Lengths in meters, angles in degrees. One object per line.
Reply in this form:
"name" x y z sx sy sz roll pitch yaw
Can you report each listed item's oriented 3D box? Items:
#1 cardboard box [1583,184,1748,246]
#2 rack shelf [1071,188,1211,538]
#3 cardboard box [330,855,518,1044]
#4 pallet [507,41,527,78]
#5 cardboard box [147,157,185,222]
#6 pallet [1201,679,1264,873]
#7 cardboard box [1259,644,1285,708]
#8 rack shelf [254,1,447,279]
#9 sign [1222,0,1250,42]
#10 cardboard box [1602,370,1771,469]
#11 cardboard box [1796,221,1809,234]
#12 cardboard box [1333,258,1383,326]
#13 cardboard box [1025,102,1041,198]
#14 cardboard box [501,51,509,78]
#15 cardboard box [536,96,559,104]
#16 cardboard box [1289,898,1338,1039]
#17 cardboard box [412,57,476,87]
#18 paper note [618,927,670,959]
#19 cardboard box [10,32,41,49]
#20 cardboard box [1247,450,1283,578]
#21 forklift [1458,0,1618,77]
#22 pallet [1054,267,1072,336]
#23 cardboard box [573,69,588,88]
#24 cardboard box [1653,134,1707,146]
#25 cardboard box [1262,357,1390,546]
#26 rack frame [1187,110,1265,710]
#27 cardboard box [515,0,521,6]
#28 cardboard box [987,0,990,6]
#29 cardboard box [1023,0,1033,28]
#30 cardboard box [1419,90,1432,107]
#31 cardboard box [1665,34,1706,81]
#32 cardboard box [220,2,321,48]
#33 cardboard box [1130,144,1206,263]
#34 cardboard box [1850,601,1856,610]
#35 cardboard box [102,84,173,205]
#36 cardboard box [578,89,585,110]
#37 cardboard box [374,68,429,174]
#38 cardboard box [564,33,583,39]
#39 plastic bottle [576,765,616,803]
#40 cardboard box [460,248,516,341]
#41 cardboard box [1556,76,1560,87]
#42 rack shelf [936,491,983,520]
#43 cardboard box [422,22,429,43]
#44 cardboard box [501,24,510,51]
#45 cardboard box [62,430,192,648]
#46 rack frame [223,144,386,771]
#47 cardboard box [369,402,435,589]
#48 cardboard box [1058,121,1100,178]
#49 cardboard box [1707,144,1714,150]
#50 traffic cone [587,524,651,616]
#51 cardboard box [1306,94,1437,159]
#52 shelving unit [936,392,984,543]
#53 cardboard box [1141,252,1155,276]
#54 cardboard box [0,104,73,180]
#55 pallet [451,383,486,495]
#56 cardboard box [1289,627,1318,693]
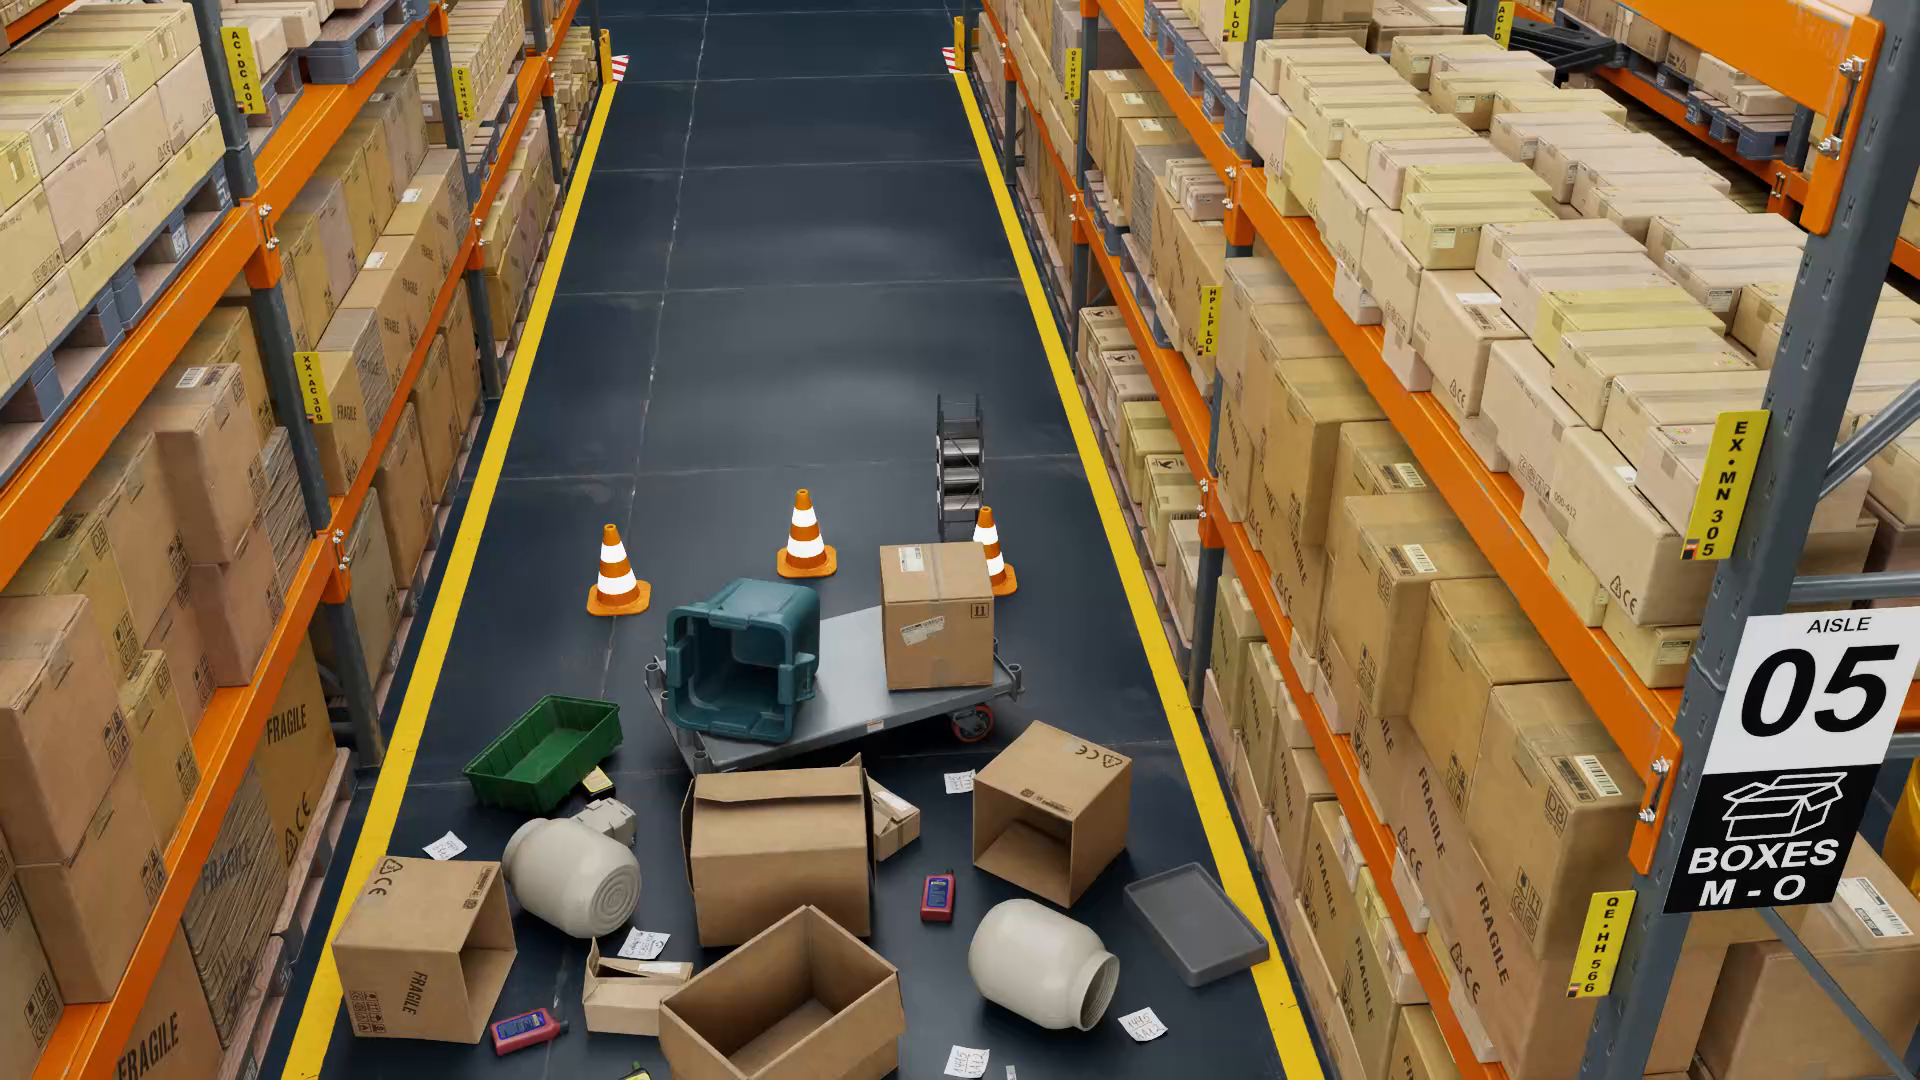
"cardboard box" 2.088 -0.943 4.946 0.380 0.149 0.250 -2 31 -4
"rack shelf" 1.468 -1.205 9.545 1.077 0.370 4.000 -3 31 -5
"cardboard box" -2.097 1.611 6.563 0.500 0.500 0.500 2 31 4
"pallet" -4.085 -3.809 13.390 1.003 0.211 1.213 -3 31 -5
"cardboard box" -2.862 -1.176 5.607 0.380 0.149 0.250 -2 31 -4
"pallet" 1.753 1.045 7.795 1.003 0.211 1.213 -3 31 -5
"cardboard box" 1.443 0.550 6.813 0.380 0.149 0.250 -2 31 -3
"rack shelf" -3.451 -2.204 8.292 1.077 0.370 4.000 -3 31 -5
"sign" 1.103 -2.143 6.600 0.100 0.325 0.005 -3 31 -5
"cardboard box" 1.717 -0.265 3.811 0.380 0.149 0.250 -2 31 -4
"cardboard box" 5.969 -2.088 12.349 0.500 0.500 0.500 -2 31 -3
"cardboard box" 1.473 -0.840 5.551 0.380 0.149 0.250 -3 31 -6
"cardboard box" 1.045 -3.533 14.402 0.875 0.875 0.875 -2 31 -3
"cardboard box" -3.676 -3.638 12.752 0.380 0.149 0.250 -4 31 -7
"cardboard box" -3.877 -3.957 15.240 0.380 0.149 0.250 -3 31 -5
"cardboard box" 1.590 1.618 6.389 0.500 0.250 0.500 -4 31 -6
"cardboard box" -3.558 -3.217 11.467 0.380 0.149 0.250 -4 31 -7
"paper note" -1.315 1.679 6.917 0.172 0.023 0.155 8 32 13
"cardboard box" -9.025 -4.171 15.471 0.875 0.875 0.875 -3 31 -5
"cardboard box" 1.489 -0.170 6.723 0.500 0.500 0.500 -3 31 -5
"forklift" 3.198 -2.083 10.380 1.130 2.935 3.031 -21 37 -31
"pallet" 1.283 -1.744 12.465 1.003 0.211 1.213 -3 31 -5
"cardboard box" -3.940 -4.630 16.658 0.380 0.149 0.250 -2 31 -4
"cardboard box" 5.856 -3.207 13.590 0.380 0.149 0.250 -3 31 -4
"cardboard box" 1.526 -0.338 6.029 0.700 0.500 0.500 -3 31 -6
"rack frame" 1.655 -0.493 7.651 1.000 3.000 0.127 -3 31 -5
"cardboard box" -3.780 -4.421 13.482 0.380 0.149 0.250 -1 31 -2
"cardboard box" 0.495 -5.363 15.707 0.500 0.500 0.500 -3 31 -5
"cardboard box" 0.782 -4.297 12.946 0.500 0.500 0.500 -3 31 -6
"cardboard box" 1.964 -1.631 6.487 0.500 0.250 0.500 -3 31 -5
"cardboard box" 5.886 -3.824 12.717 0.797 0.503 0.637 -3 31 -6
"cardboard box" -3.136 -2.335 7.548 0.380 0.149 0.250 -3 31 -5
"cardboard box" 1.244 -1.853 9.131 0.500 0.500 0.500 -4 31 -6
"cardboard box" 2.207 0.055 4.054 0.380 0.149 0.250 -4 31 -6
"cardboard box" -2.915 -1.281 5.395 0.500 0.250 0.500 -3 31 -5
"cardboard box" -3.937 -4.370 16.512 0.380 0.149 0.250 -2 31 -4
"cardboard box" -3.606 -2.489 9.920 0.700 0.500 0.500 -3 31 -5
"cardboard box" -4.117 -5.153 17.244 0.380 0.149 0.250 -2 31 -4
"plastic bottle" -1.736 1.126 7.806 0.133 0.061 0.283 -20 36 -30
"cardboard box" -3.450 -1.727 11.745 0.500 0.500 0.500 -4 31 -7
"cardboard box" 5.576 -4.681 16.691 0.700 0.500 0.500 -4 31 -6
"rack shelf" -0.001 -0.207 9.636 0.258 0.077 0.200 -3 31 -5
"cardboard box" -4.382 -4.002 13.070 0.380 0.149 0.250 -2 31 -3
"cardboard box" -3.702 -3.894 12.891 0.380 0.149 0.250 -4 31 -6
"cardboard box" -3.183 0.015 5.600 0.875 0.550 0.550 -3 31 -5
"rack frame" -3.264 -0.204 7.167 1.000 3.000 0.127 -3 31 -5
"cardboard box" -3.498 -0.224 8.985 1.050 0.750 0.750 -3 31 -5
"cardboard box" 0.975 -2.717 11.520 0.500 0.250 0.500 -4 31 -6
"cardboard box" 6.327 -3.239 13.644 0.380 0.149 0.250 -4 31 -7
"traffic cone" -1.886 0.128 9.085 0.336 0.463 0.334 -3 31 -5
"cardboard box" 1.426 -1.437 5.773 0.380 0.149 0.250 -3 31 -5
"shelving unit" -0.001 -0.390 9.527 0.258 0.900 0.210 -3 31 -5
"cardboard box" 1.229 -1.605 9.348 0.380 0.149 0.250 -2 31 -3
"cardboard box" -2.795 -1.134 4.759 0.380 0.149 0.250 -3 31 -5
"pallet" -3.639 -0.643 10.621 1.003 0.211 1.213 -3 31 -5
"cardboard box" 1.475 0.445 6.326 0.380 0.149 0.250 -3 31 -4
